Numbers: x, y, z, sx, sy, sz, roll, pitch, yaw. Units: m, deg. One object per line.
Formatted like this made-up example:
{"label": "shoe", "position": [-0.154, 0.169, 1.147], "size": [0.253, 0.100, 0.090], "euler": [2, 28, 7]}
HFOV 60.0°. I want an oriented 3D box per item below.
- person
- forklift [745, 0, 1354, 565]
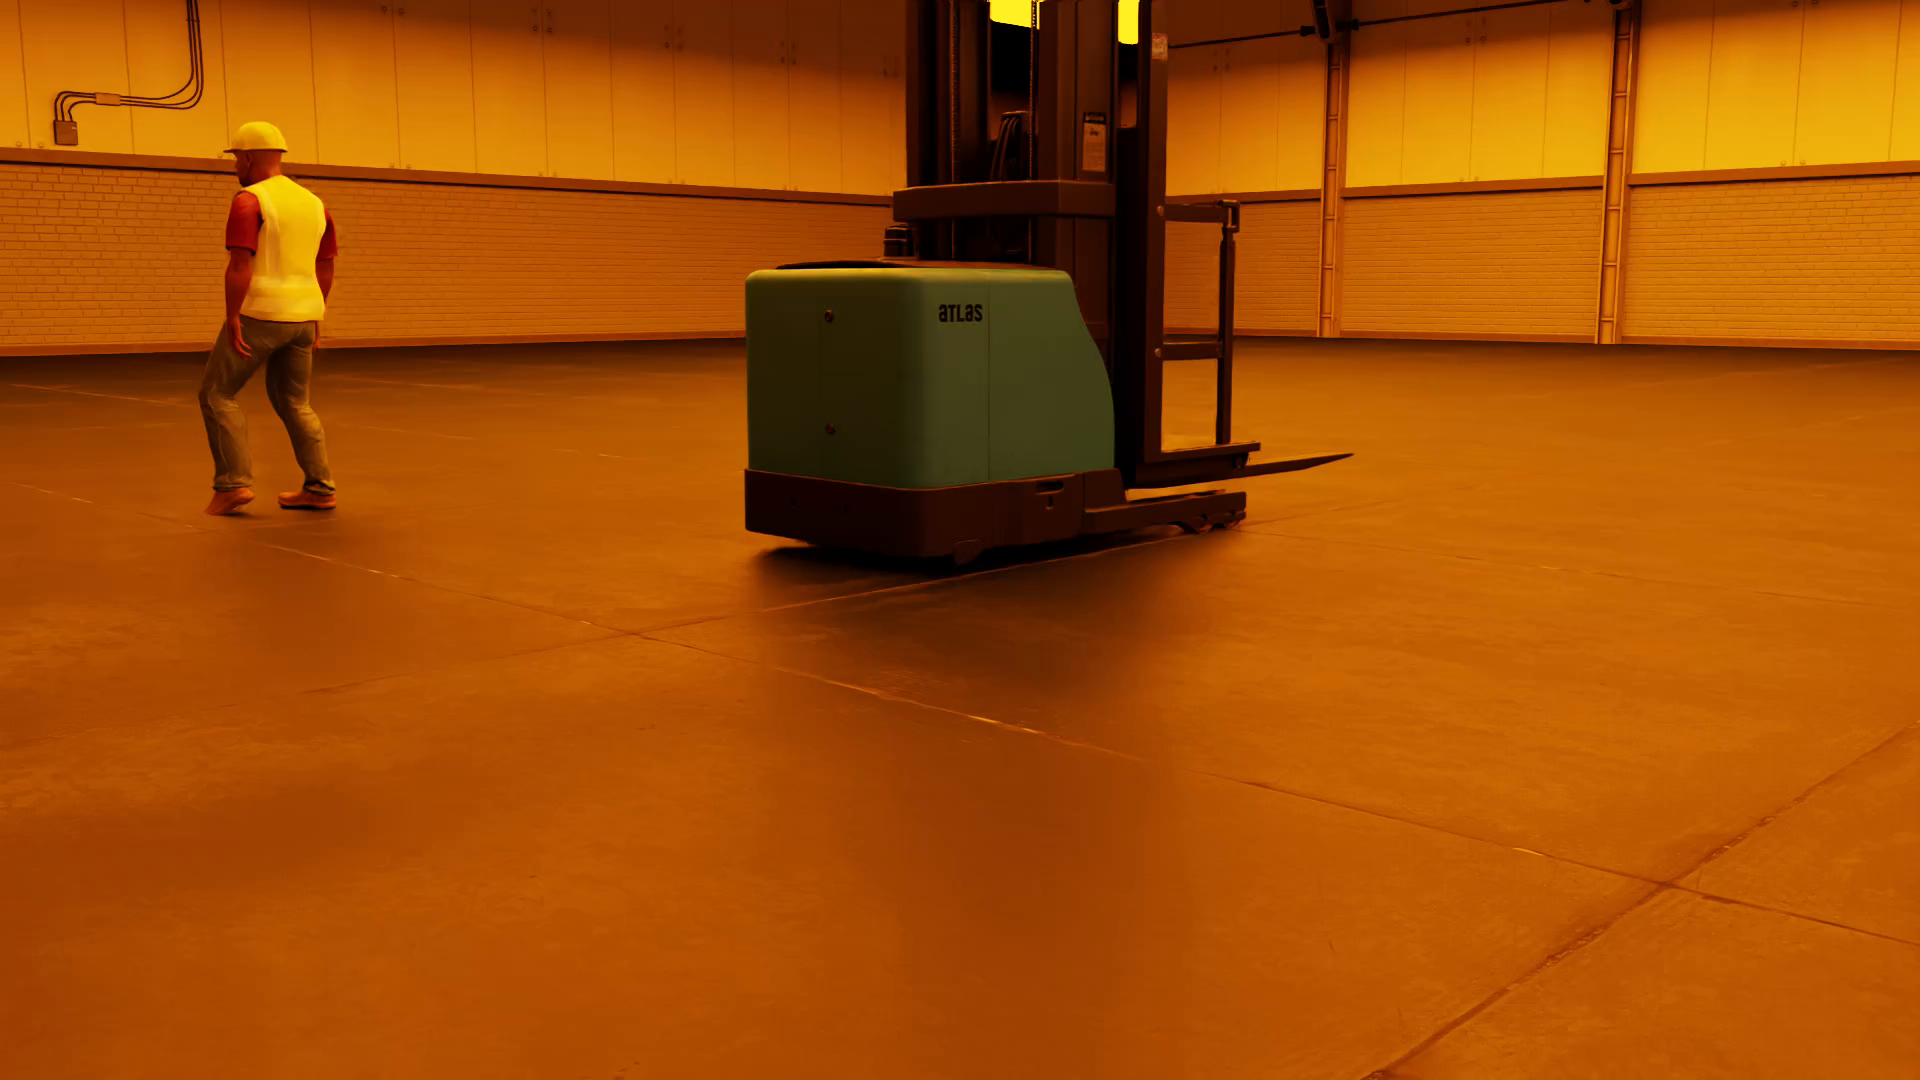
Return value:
{"label": "person", "position": [-3.145, -0.975, 7.561], "size": [0.512, 1.808, 0.672], "euler": [3, 9, 19]}
{"label": "forklift", "position": [0.572, -1.522, 6.984], "size": [3.031, 2.935, 1.130], "euler": [-8, 12, -43]}
